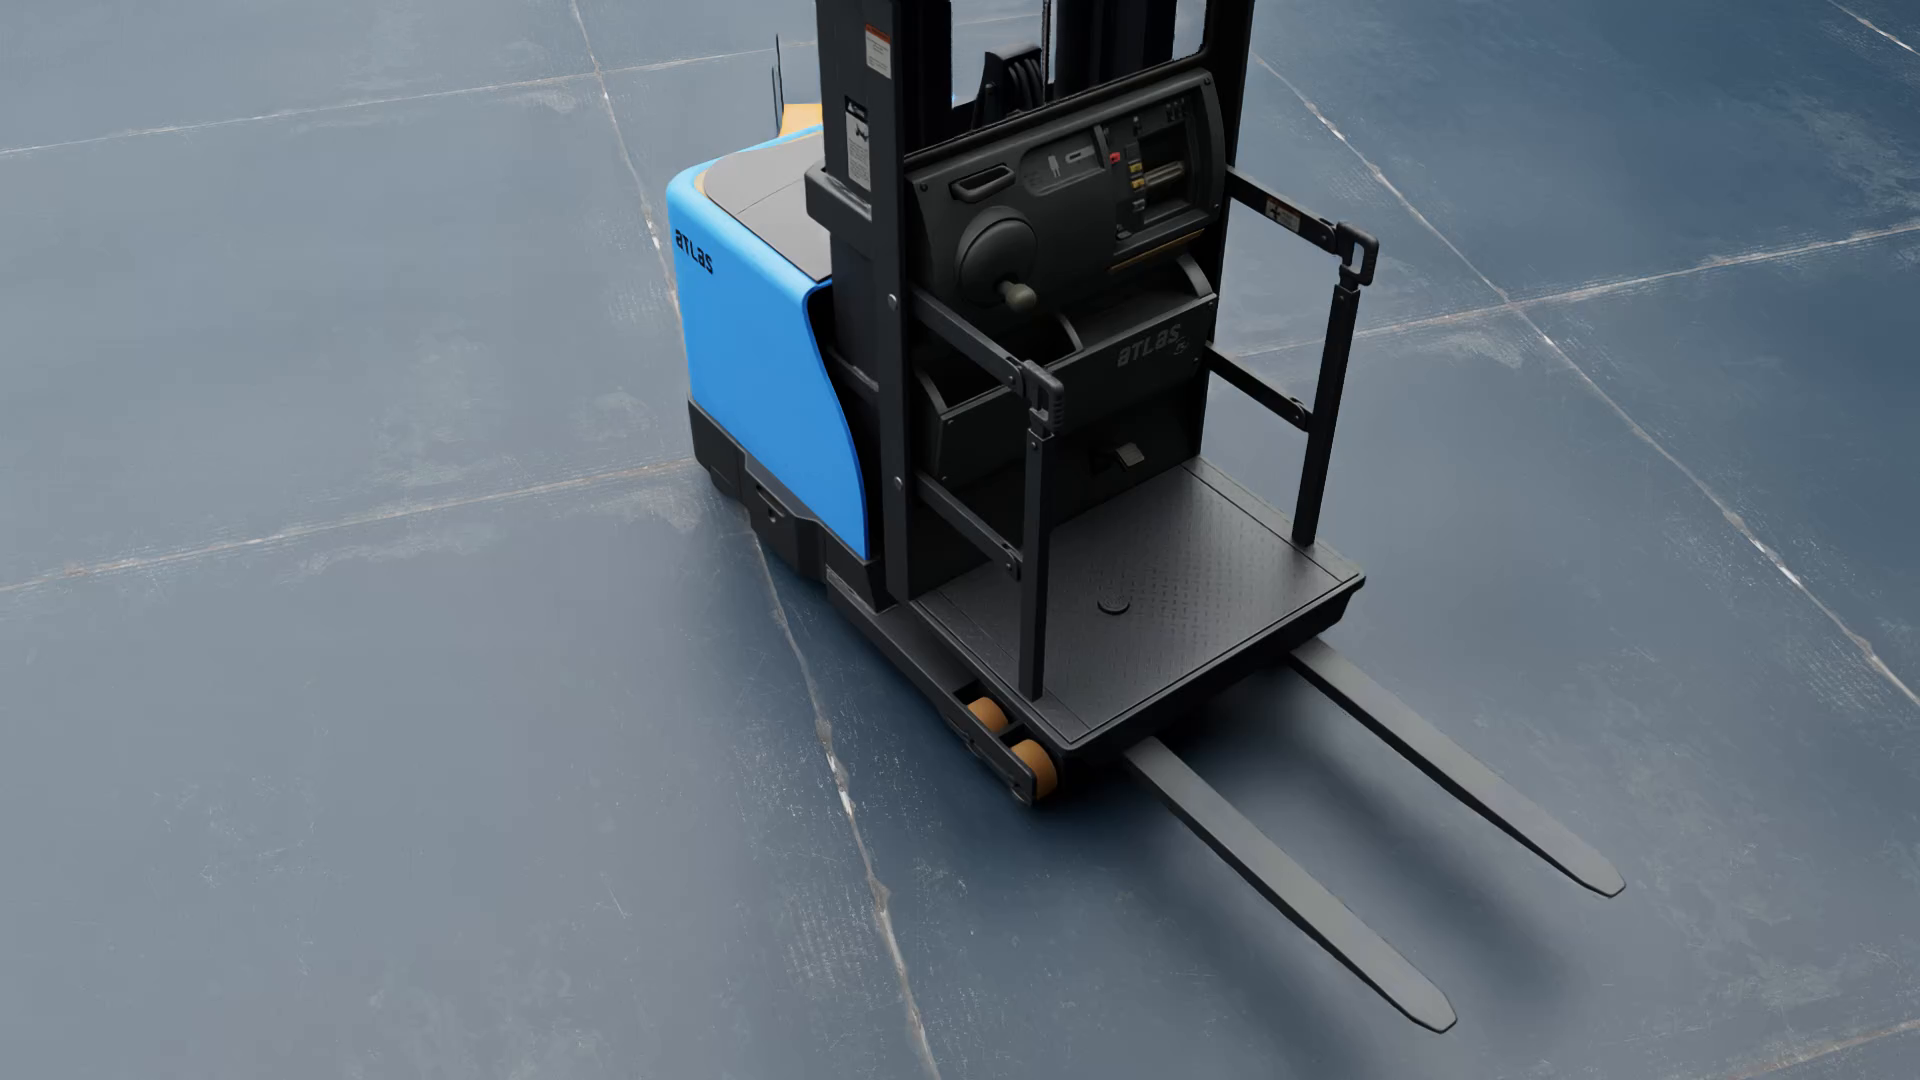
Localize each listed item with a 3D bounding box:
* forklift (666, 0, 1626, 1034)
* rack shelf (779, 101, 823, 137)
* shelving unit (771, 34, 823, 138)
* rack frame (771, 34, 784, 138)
[{"bbox_3d":[0.413,-0.774,3.909,1.130,2.935,3.031,-26,48,-27],"label":"forklift"},{"bbox_3d":[-0.483,-1.310,5.356,0.180,0.103,0.258,-1,41,-1],"label":"rack shelf"},{"bbox_3d":[-0.481,-1.072,5.564,0.189,1.200,0.258,-1,41,-1],"label":"shelving unit"},{"bbox_3d":[-0.573,-1.071,5.563,0.006,1.200,0.240,-1,41,-1],"label":"rack frame"}]
